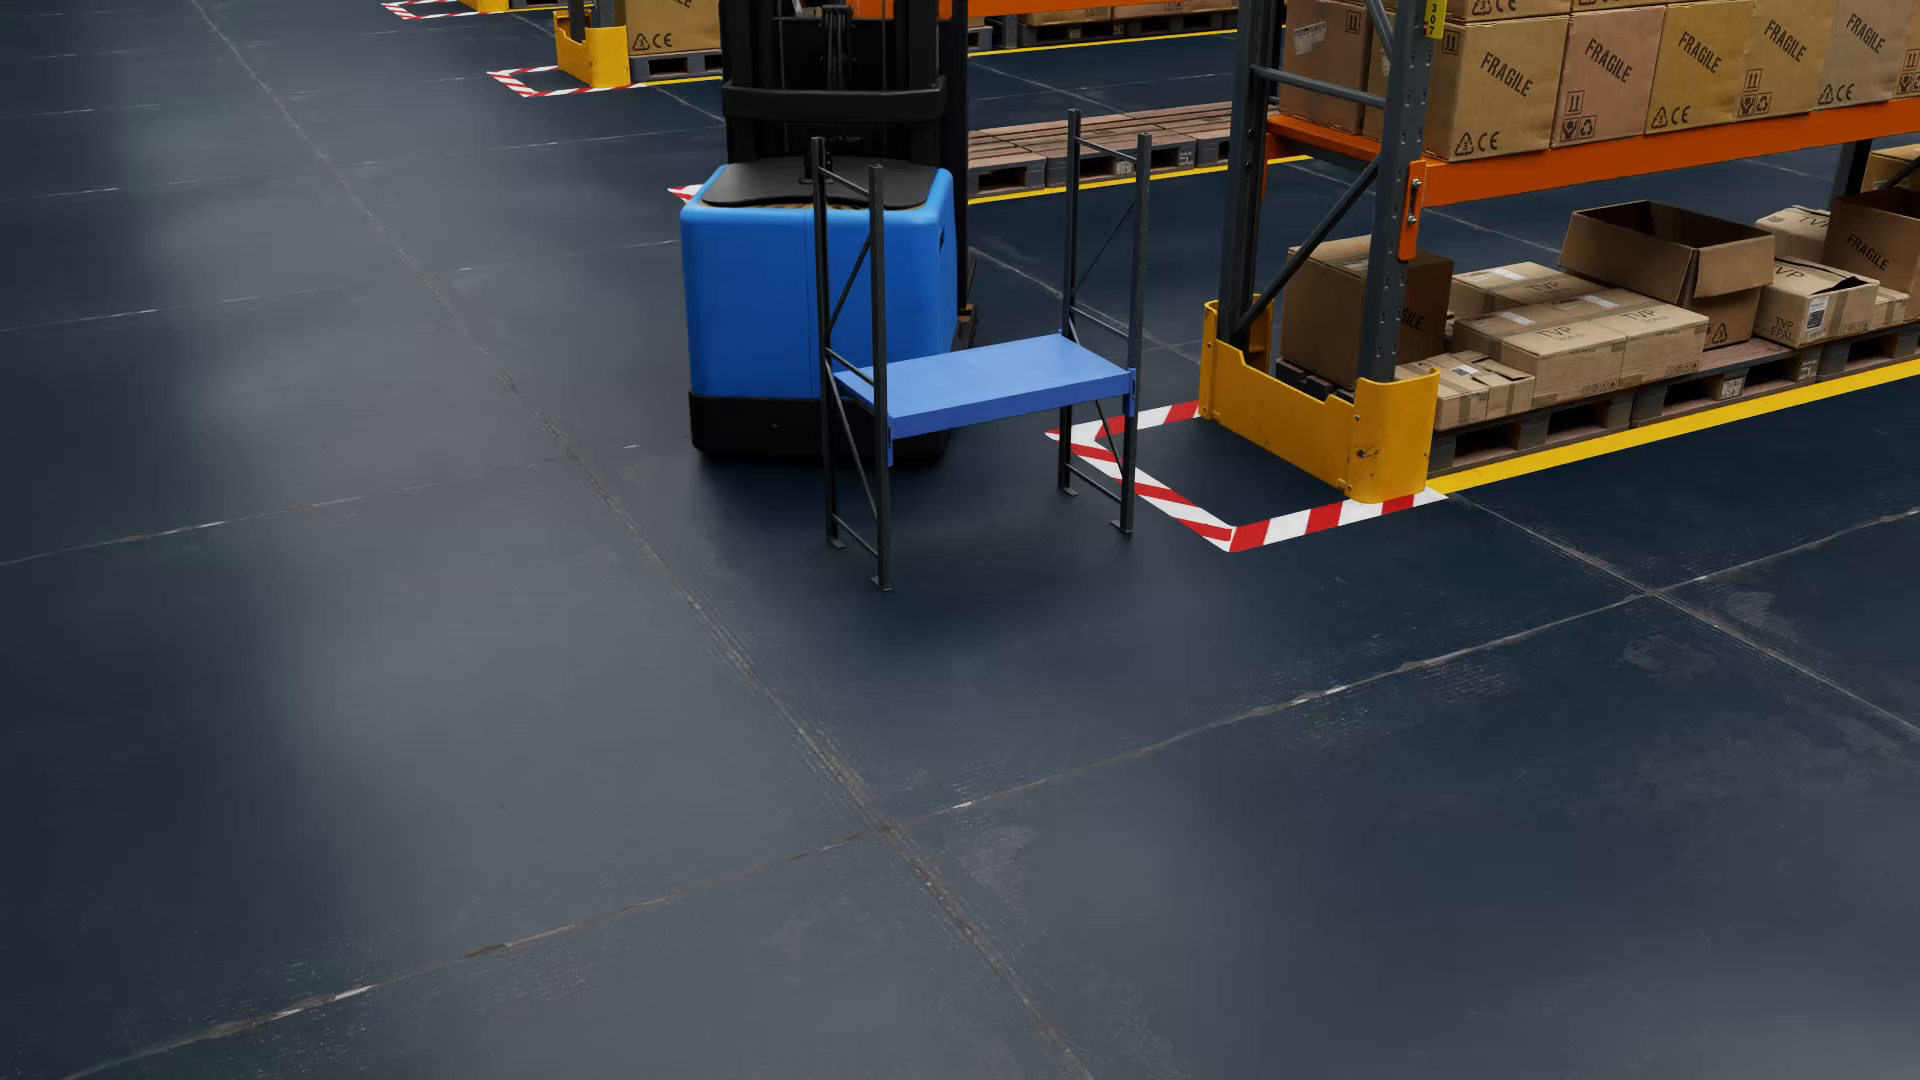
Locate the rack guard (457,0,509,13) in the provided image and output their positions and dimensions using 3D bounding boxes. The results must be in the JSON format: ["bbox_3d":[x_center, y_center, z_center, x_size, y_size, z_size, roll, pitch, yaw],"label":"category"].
[{"bbox_3d":[-5.437,-6.314,18.823,0.348,0.500,1.175,-13,29,-25],"label":"rack guard"}]

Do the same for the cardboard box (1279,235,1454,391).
[{"bbox_3d":[1.763,-1.003,7.252,0.500,0.500,0.500,-13,29,-25],"label":"cardboard box"}]

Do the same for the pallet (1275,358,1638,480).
[{"bbox_3d":[2.169,-0.647,7.355,1.213,0.211,1.003,-13,29,-25],"label":"pallet"}]

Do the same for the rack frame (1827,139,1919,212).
[{"bbox_3d":[4.928,-2.541,8.077,0.127,3.000,1.000,-13,29,-25],"label":"rack frame"}]

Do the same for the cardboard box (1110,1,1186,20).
[{"bbox_3d":[1.613,-5.877,16.994,0.875,0.875,1.225,-14,29,-27],"label":"cardboard box"}]

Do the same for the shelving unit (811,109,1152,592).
[{"bbox_3d":[0.075,-0.693,5.962,1.048,1.500,0.538,-13,29,-25],"label":"shelving unit"}]

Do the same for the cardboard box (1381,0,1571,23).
[{"bbox_3d":[1.915,-2.212,6.120,0.500,0.500,0.500,-12,28,-24],"label":"cardboard box"}]

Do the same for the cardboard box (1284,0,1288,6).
[{"bbox_3d":[3.181,-6.239,17.748,0.875,0.875,1.225,-14,29,-27],"label":"cardboard box"}]

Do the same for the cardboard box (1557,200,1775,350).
[{"bbox_3d":[3.273,-1.229,7.721,0.637,0.503,0.797,-13,29,-25],"label":"cardboard box"}]

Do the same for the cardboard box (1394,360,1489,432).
[{"bbox_3d":[1.930,-0.593,6.806,0.250,0.149,0.380,-13,29,-25],"label":"cardboard box"}]

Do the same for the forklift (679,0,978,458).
[{"bbox_3d":[-0.490,-2.258,7.568,1.130,2.935,3.031,2,26,4],"label":"forklift"}]

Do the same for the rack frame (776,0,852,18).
[{"bbox_3d":[-0.929,-3.619,10.322,0.127,3.000,1.000,-13,29,-25],"label":"rack frame"}]

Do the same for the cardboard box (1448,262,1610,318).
[{"bbox_3d":[2.615,-1.072,7.686,0.500,0.250,0.500,-13,29,-25],"label":"cardboard box"}]

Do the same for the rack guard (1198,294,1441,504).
[{"bbox_3d":[1.466,-0.615,6.953,0.348,0.500,1.175,-13,29,-25],"label":"rack guard"}]

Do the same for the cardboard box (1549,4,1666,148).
[{"bbox_3d":[2.367,-1.868,6.560,0.500,0.500,0.500,-13,29,-26],"label":"cardboard box"}]

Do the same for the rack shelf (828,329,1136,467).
[{"bbox_3d":[0.075,-0.531,6.039,1.000,0.185,0.538,-13,29,-25],"label":"rack shelf"}]

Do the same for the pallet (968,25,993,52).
[{"bbox_3d":[-0.438,-4.943,16.301,1.213,0.211,1.003,-13,29,-25],"label":"pallet"}]

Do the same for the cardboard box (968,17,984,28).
[{"bbox_3d":[-0.350,-5.453,16.111,0.875,0.875,0.875,-13,29,-25],"label":"cardboard box"}]

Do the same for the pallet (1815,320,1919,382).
[{"bbox_3d":[4.322,-1.144,8.390,1.213,0.211,1.003,-13,29,-25],"label":"pallet"}]

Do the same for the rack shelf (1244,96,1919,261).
[{"bbox_3d":[3.164,-1.809,7.384,4.000,0.370,1.077,-13,29,-25],"label":"rack shelf"}]

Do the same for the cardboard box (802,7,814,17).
[{"bbox_3d":[-1.929,-5.088,15.351,0.875,0.875,0.875,-13,29,-25],"label":"cardboard box"}]

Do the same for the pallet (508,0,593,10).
[{"bbox_3d":[-4.704,-6.336,19.202,1.213,0.211,1.003,-13,29,-25],"label":"pallet"}]

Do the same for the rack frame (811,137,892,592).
[{"bbox_3d":[-0.373,-0.590,5.746,0.032,1.500,0.500,-13,29,-25],"label":"rack frame"}]

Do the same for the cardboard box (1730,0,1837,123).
[{"bbox_3d":[3.253,-2.070,6.981,0.500,0.500,0.500,-13,28,-24],"label":"cardboard box"}]

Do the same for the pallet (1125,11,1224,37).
[{"bbox_3d":[1.993,-5.504,17.470,1.213,0.211,1.003,-13,29,-25],"label":"pallet"}]

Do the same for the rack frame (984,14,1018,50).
[{"bbox_3d":[0.270,-6.325,15.958,0.127,3.000,1.000,-13,29,-25],"label":"rack frame"}]

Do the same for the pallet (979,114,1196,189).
[{"bbox_3d":[0.892,-2.762,11.758,1.213,0.211,1.003,-13,29,-25],"label":"pallet"}]

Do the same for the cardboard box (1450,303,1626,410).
[{"bbox_3d":[2.453,-0.789,7.097,0.500,0.250,0.500,-13,29,-25],"label":"cardboard box"}]

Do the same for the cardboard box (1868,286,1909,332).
[{"bbox_3d":[4.256,-1.130,7.924,0.250,0.149,0.380,-13,29,-25],"label":"cardboard box"}]

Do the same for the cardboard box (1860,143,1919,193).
[{"bbox_3d":[5.229,-1.822,8.960,0.500,0.500,0.500,-13,29,-25],"label":"cardboard box"}]

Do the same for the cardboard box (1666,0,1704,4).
[{"bbox_3d":[2.816,-2.421,6.556,0.500,0.500,0.500,-13,28,-24],"label":"cardboard box"}]

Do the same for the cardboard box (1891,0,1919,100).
[{"bbox_3d":[4.154,-2.281,7.419,0.500,0.500,0.500,-12,28,-24],"label":"cardboard box"}]
